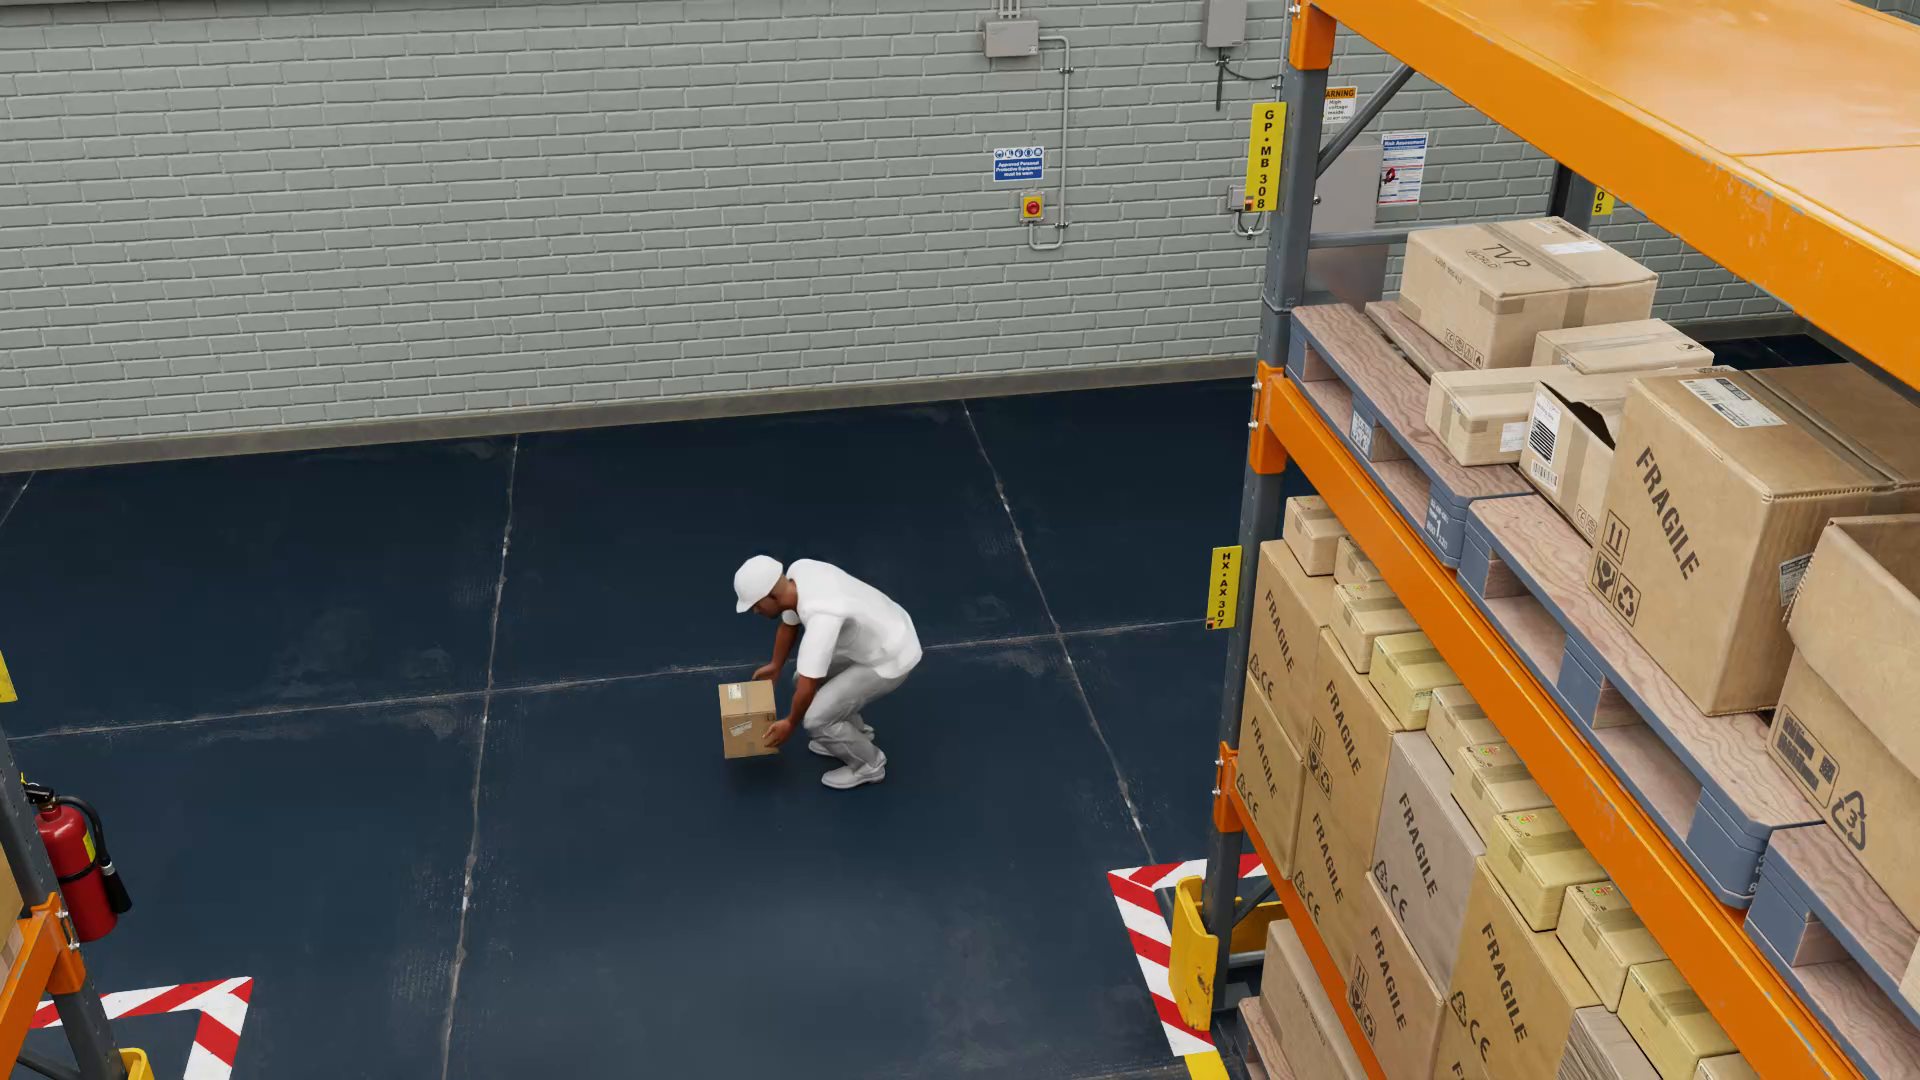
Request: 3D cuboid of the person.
[{"bbox_3d":[-0.591,0.578,7.660,0.831,1.233,0.623,-5,31,-9],"label":"person"}]
